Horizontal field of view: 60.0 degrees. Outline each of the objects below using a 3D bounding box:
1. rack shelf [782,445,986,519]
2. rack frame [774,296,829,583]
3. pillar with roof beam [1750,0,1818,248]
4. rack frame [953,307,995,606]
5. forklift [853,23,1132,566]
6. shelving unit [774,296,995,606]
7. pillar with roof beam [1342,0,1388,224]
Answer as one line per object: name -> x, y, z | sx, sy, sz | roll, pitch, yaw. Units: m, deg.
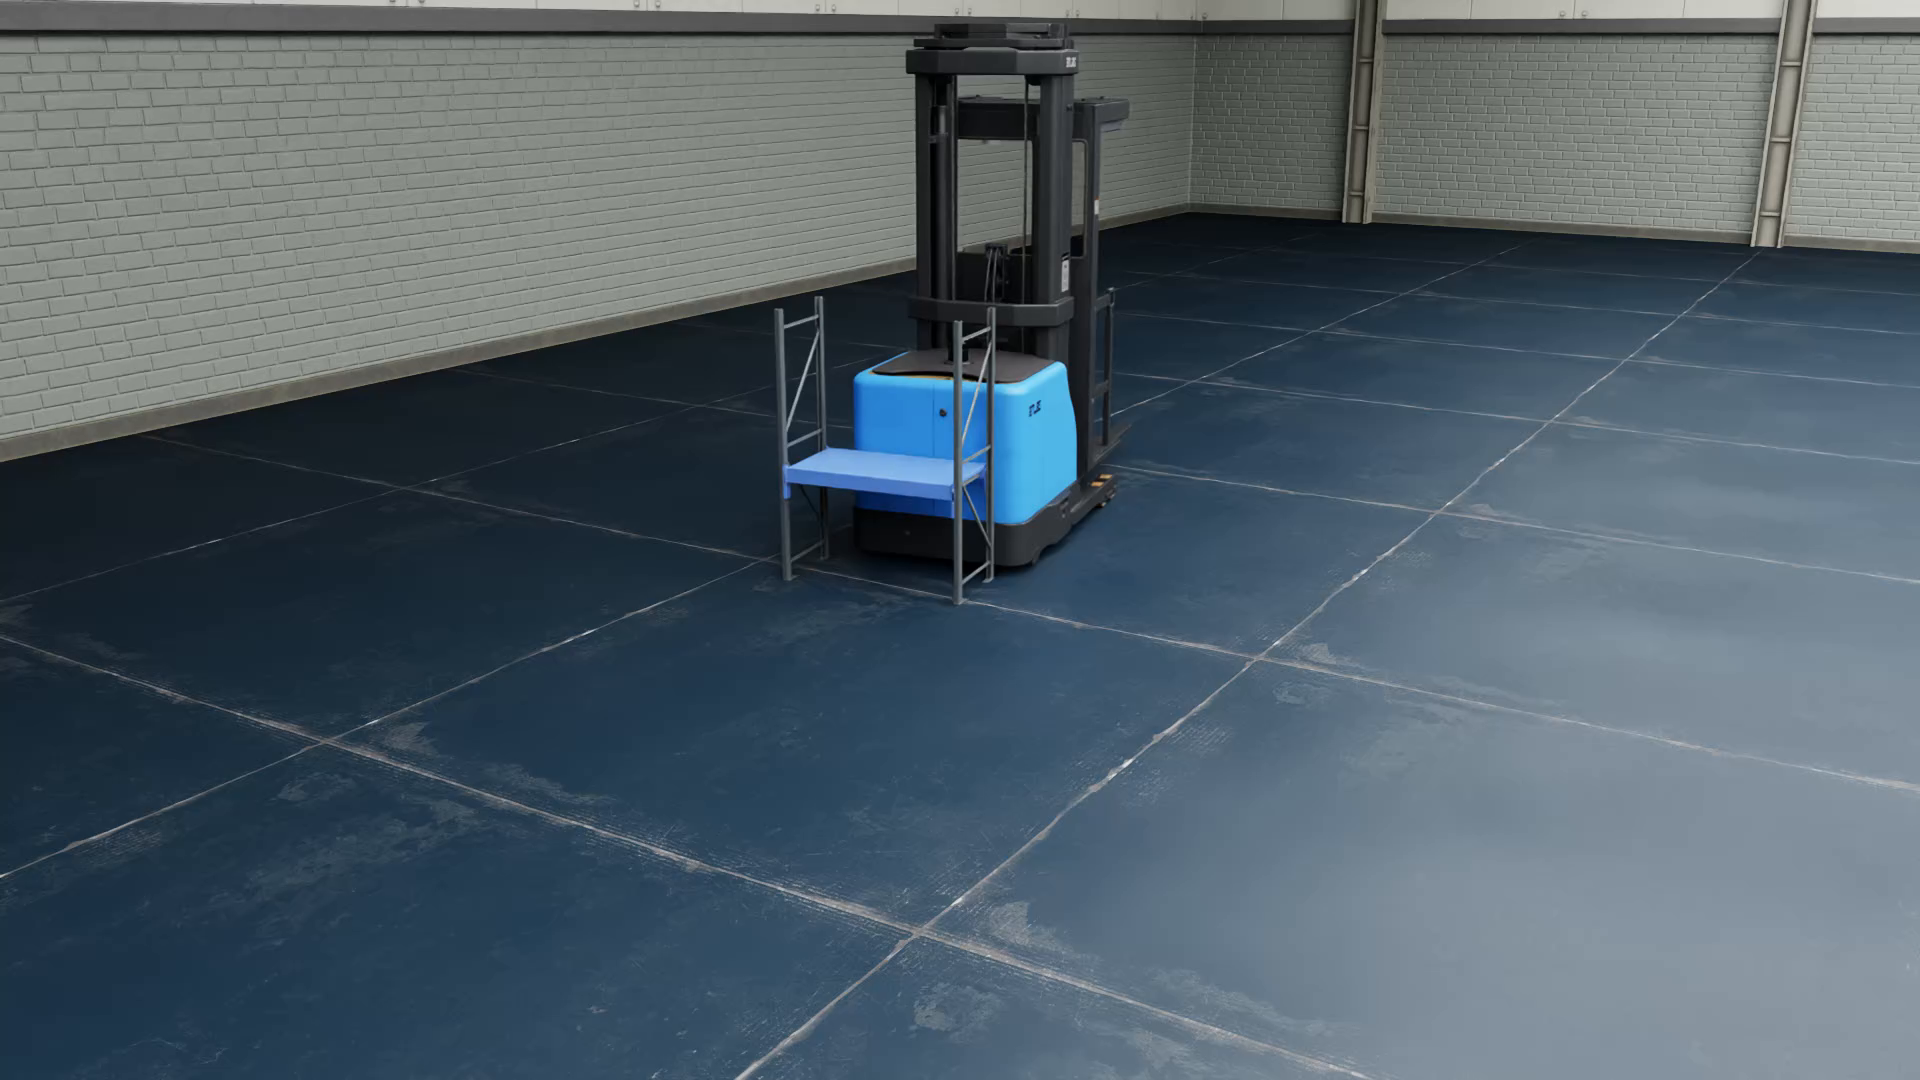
rack shelf -> -0.392, -0.323, 8.984 | 1.000, 0.185, 0.538 | 7, 18, 22
rack frame -> -0.862, -0.552, 9.119 | 0.032, 1.500, 0.500 | 7, 18, 22
pillar with roof beam -> 9.218, -7.420, 18.826 | 0.400, 9.000, 9.100 | 10, 20, 30
rack frame -> 0.077, -0.439, 8.745 | 0.032, 1.500, 0.500 | 7, 18, 22
forklift -> 0.380, -1.645, 10.252 | 1.130, 2.935, 3.031 | 6, 18, 20
shelving unit -> -0.392, -0.495, 8.932 | 1.048, 1.500, 0.538 | 7, 18, 22
pillar with roof beam -> 4.106, -8.333, 21.830 | 0.400, 9.000, 9.100 | 10, 20, 30
